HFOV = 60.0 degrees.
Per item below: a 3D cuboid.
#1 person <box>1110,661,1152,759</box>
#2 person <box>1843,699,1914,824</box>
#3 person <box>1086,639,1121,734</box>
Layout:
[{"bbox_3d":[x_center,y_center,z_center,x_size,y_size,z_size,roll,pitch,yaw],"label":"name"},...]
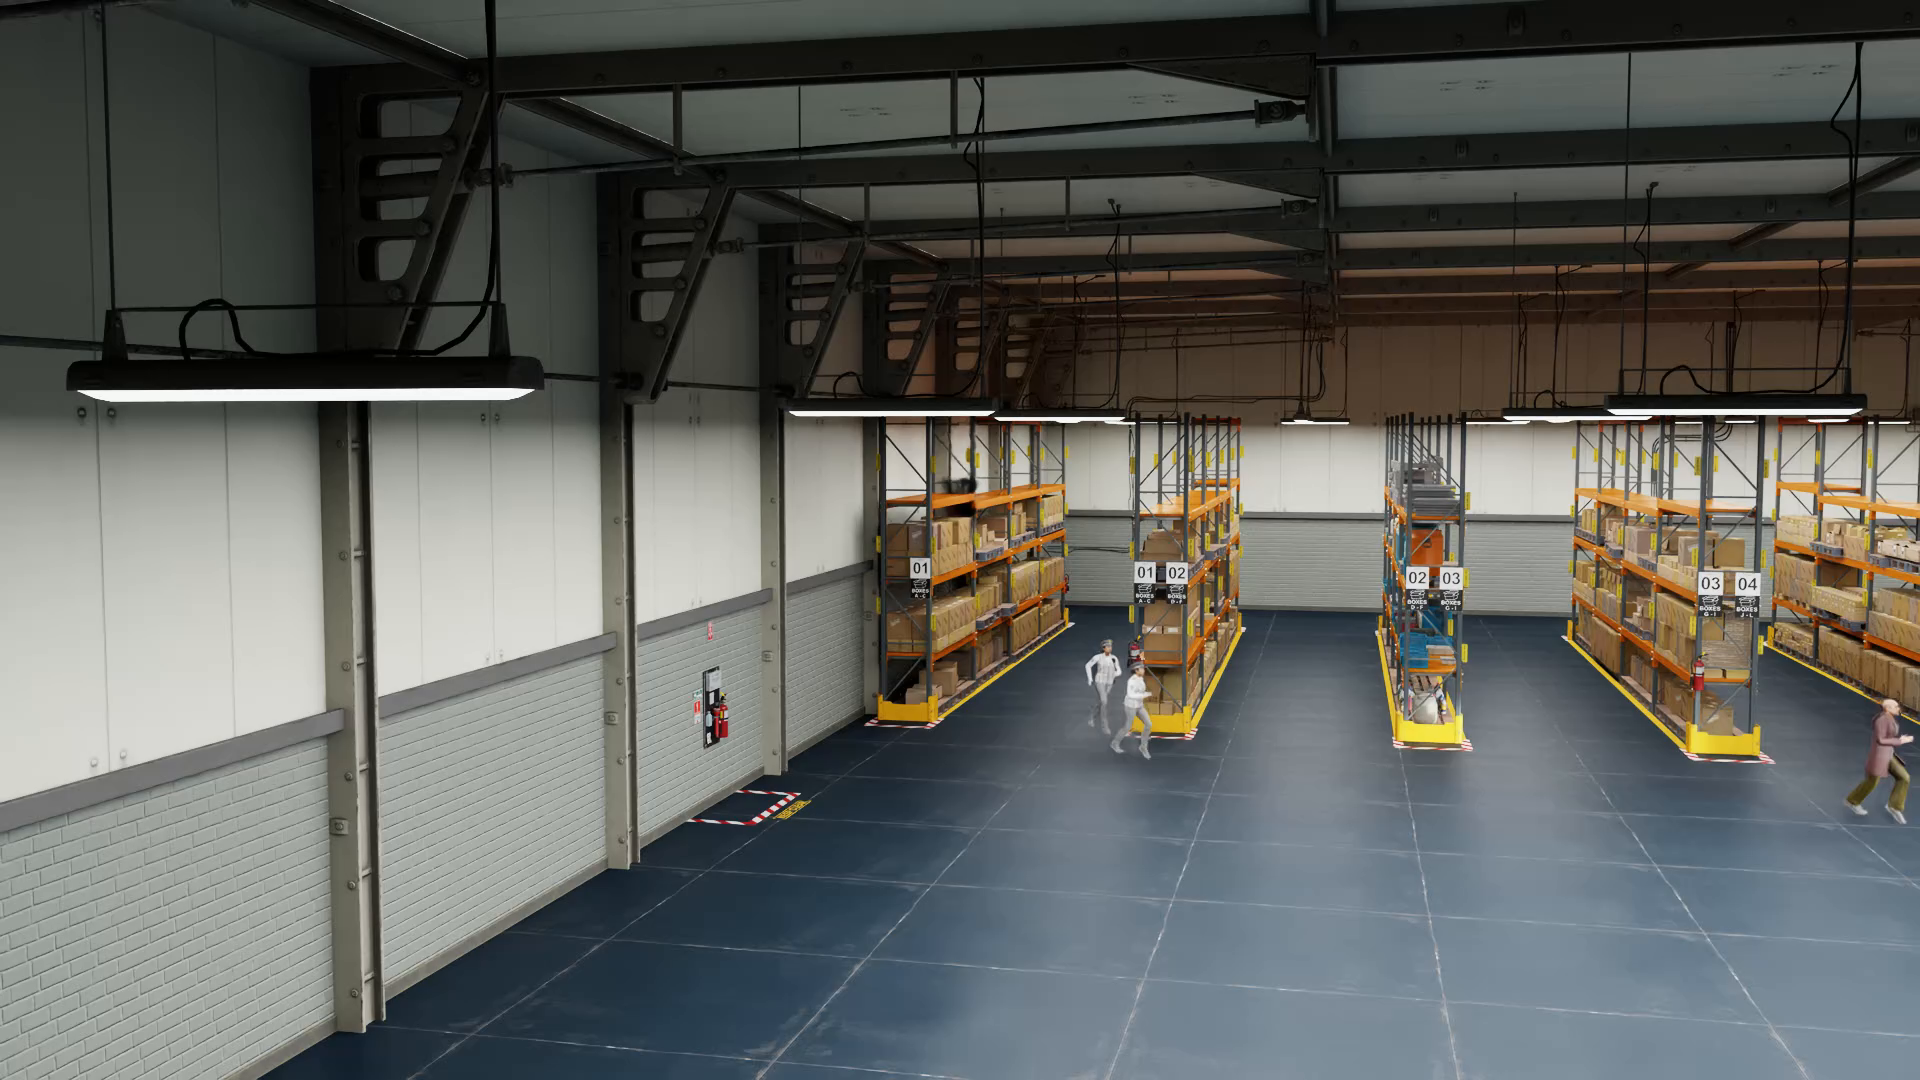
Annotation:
[{"bbox_3d":[2.984,2.934,28.881,0.827,1.726,0.638,2,5,33],"label":"person"},{"bbox_3d":[13.398,3.206,24.240,0.746,1.826,0.933,-4,5,-43],"label":"person"},{"bbox_3d":[2.722,2.697,30.912,0.611,1.689,0.844,-2,4,-24],"label":"person"}]
